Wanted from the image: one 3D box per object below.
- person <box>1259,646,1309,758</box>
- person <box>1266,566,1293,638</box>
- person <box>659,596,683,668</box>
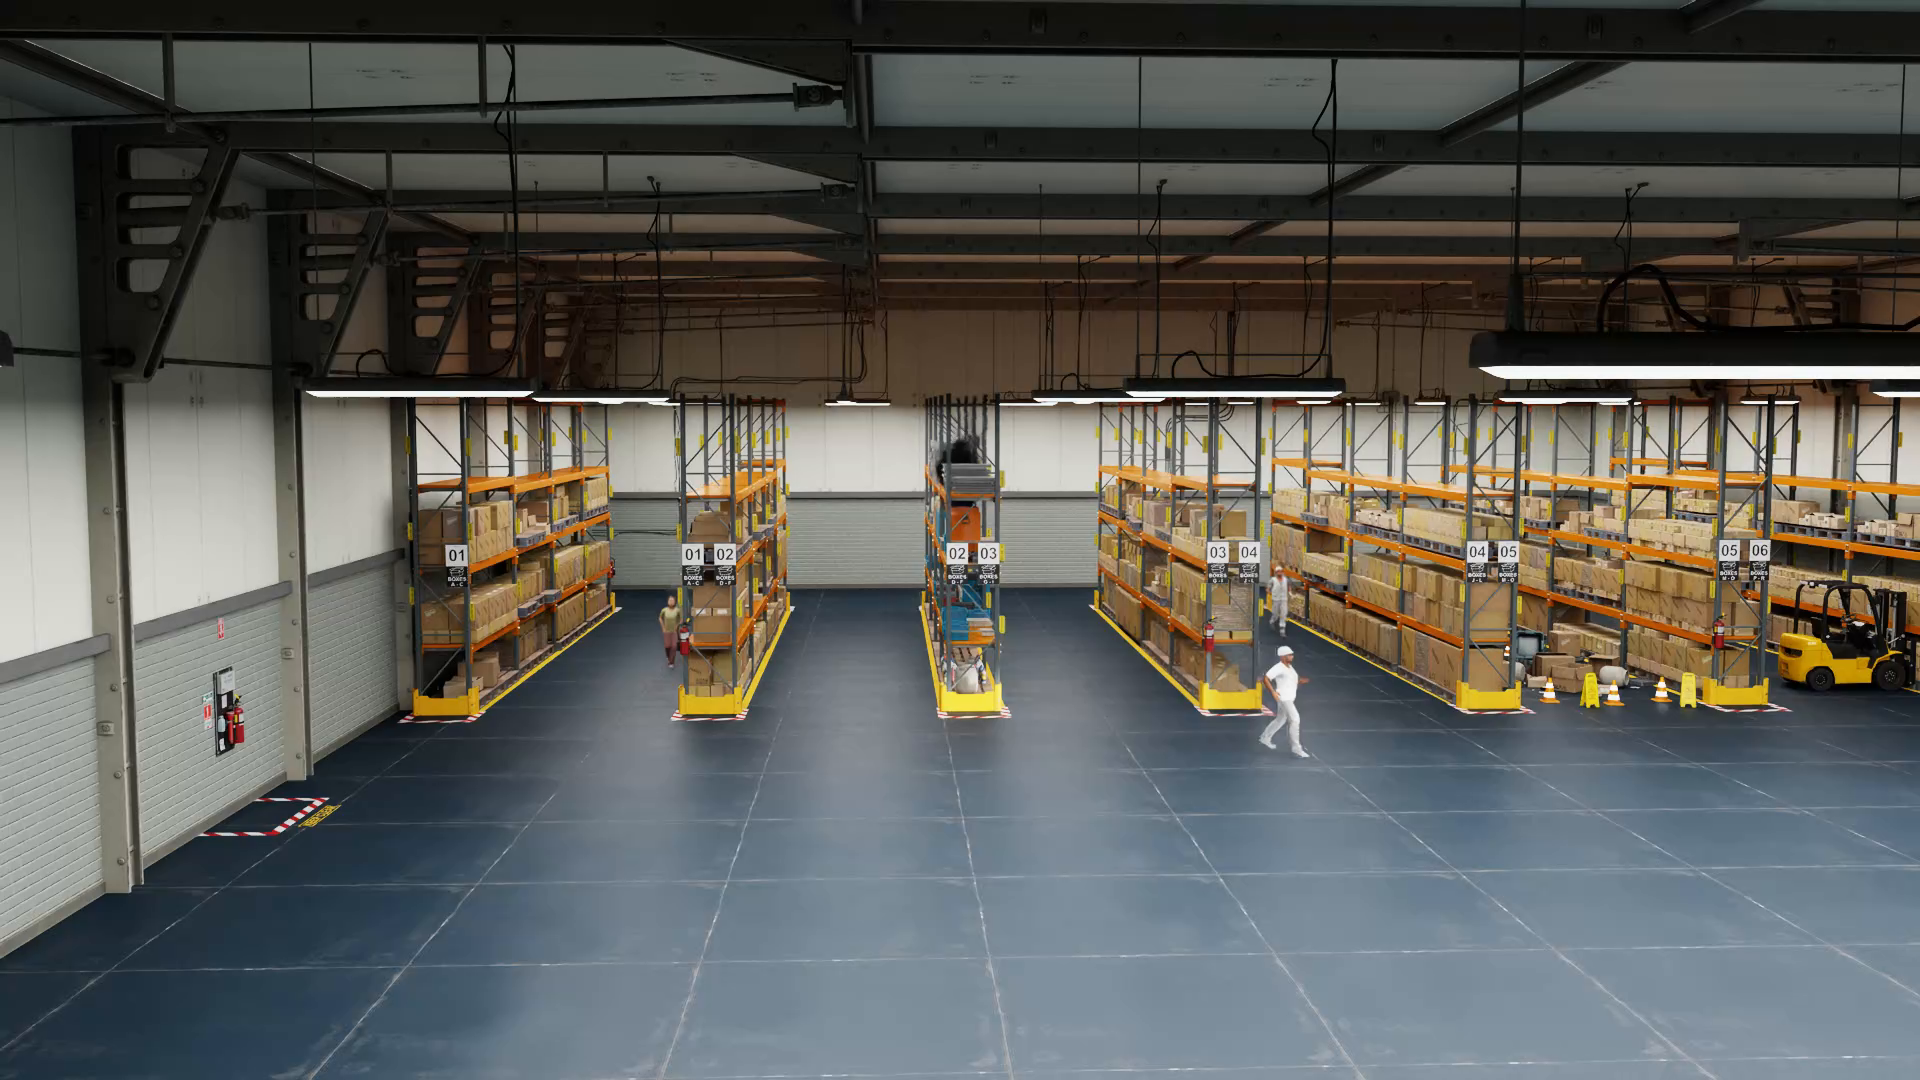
[{"bbox_3d":[5.370,2.653,27.470,0.879,1.803,0.682,2,5,24],"label":"person"},{"bbox_3d":[8.034,1.537,41.750,0.673,1.755,1.021,0,5,-4],"label":"person"},{"bbox_3d":[-6.338,2.030,36.559,0.523,1.610,0.533,-1,5,-12],"label":"person"}]
